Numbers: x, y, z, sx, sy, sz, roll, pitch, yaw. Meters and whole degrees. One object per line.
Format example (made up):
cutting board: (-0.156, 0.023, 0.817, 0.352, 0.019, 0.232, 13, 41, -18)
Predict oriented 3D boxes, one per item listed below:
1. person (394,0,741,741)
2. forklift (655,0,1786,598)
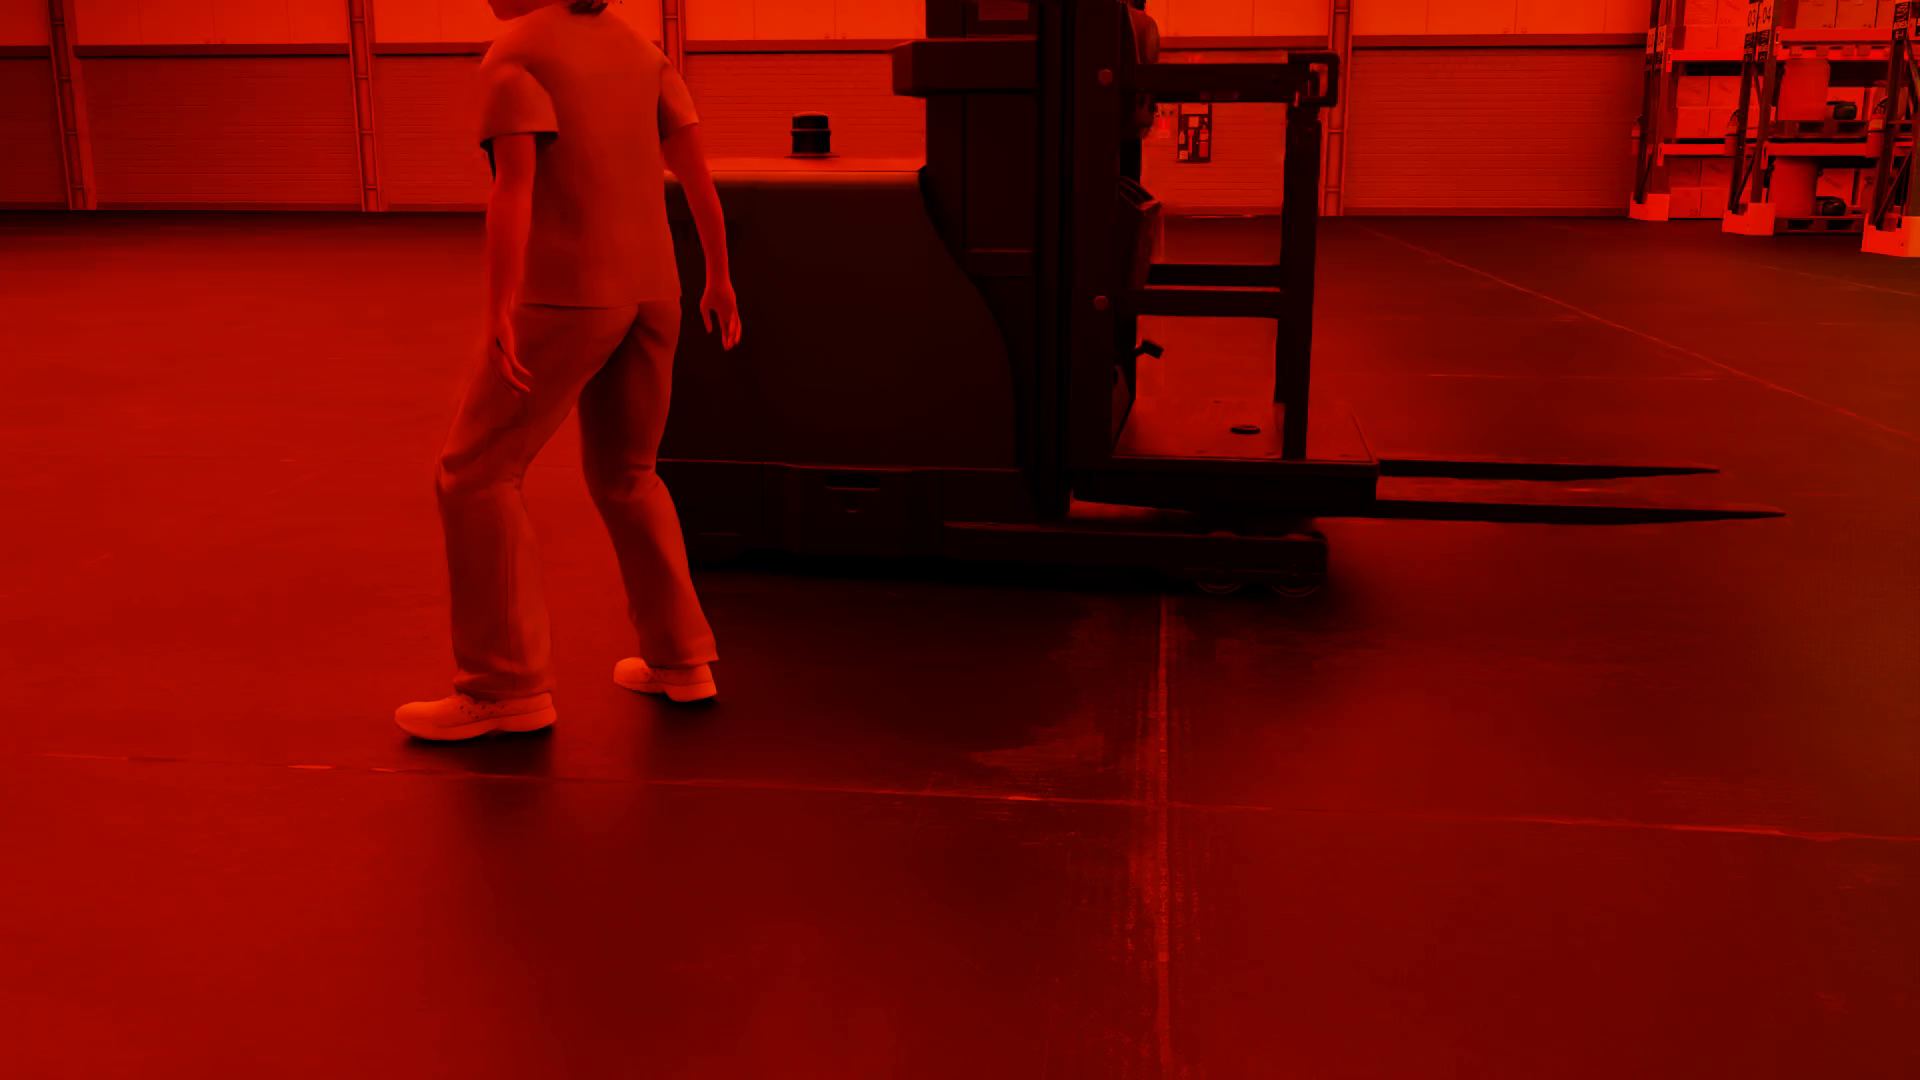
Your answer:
person: (-0.750, -0.447, 3.294, 0.390, 1.645, 0.779, 9, 16, 33)
forklift: (0.674, -1.407, 4.528, 3.031, 2.935, 1.130, 2, 13, 9)
